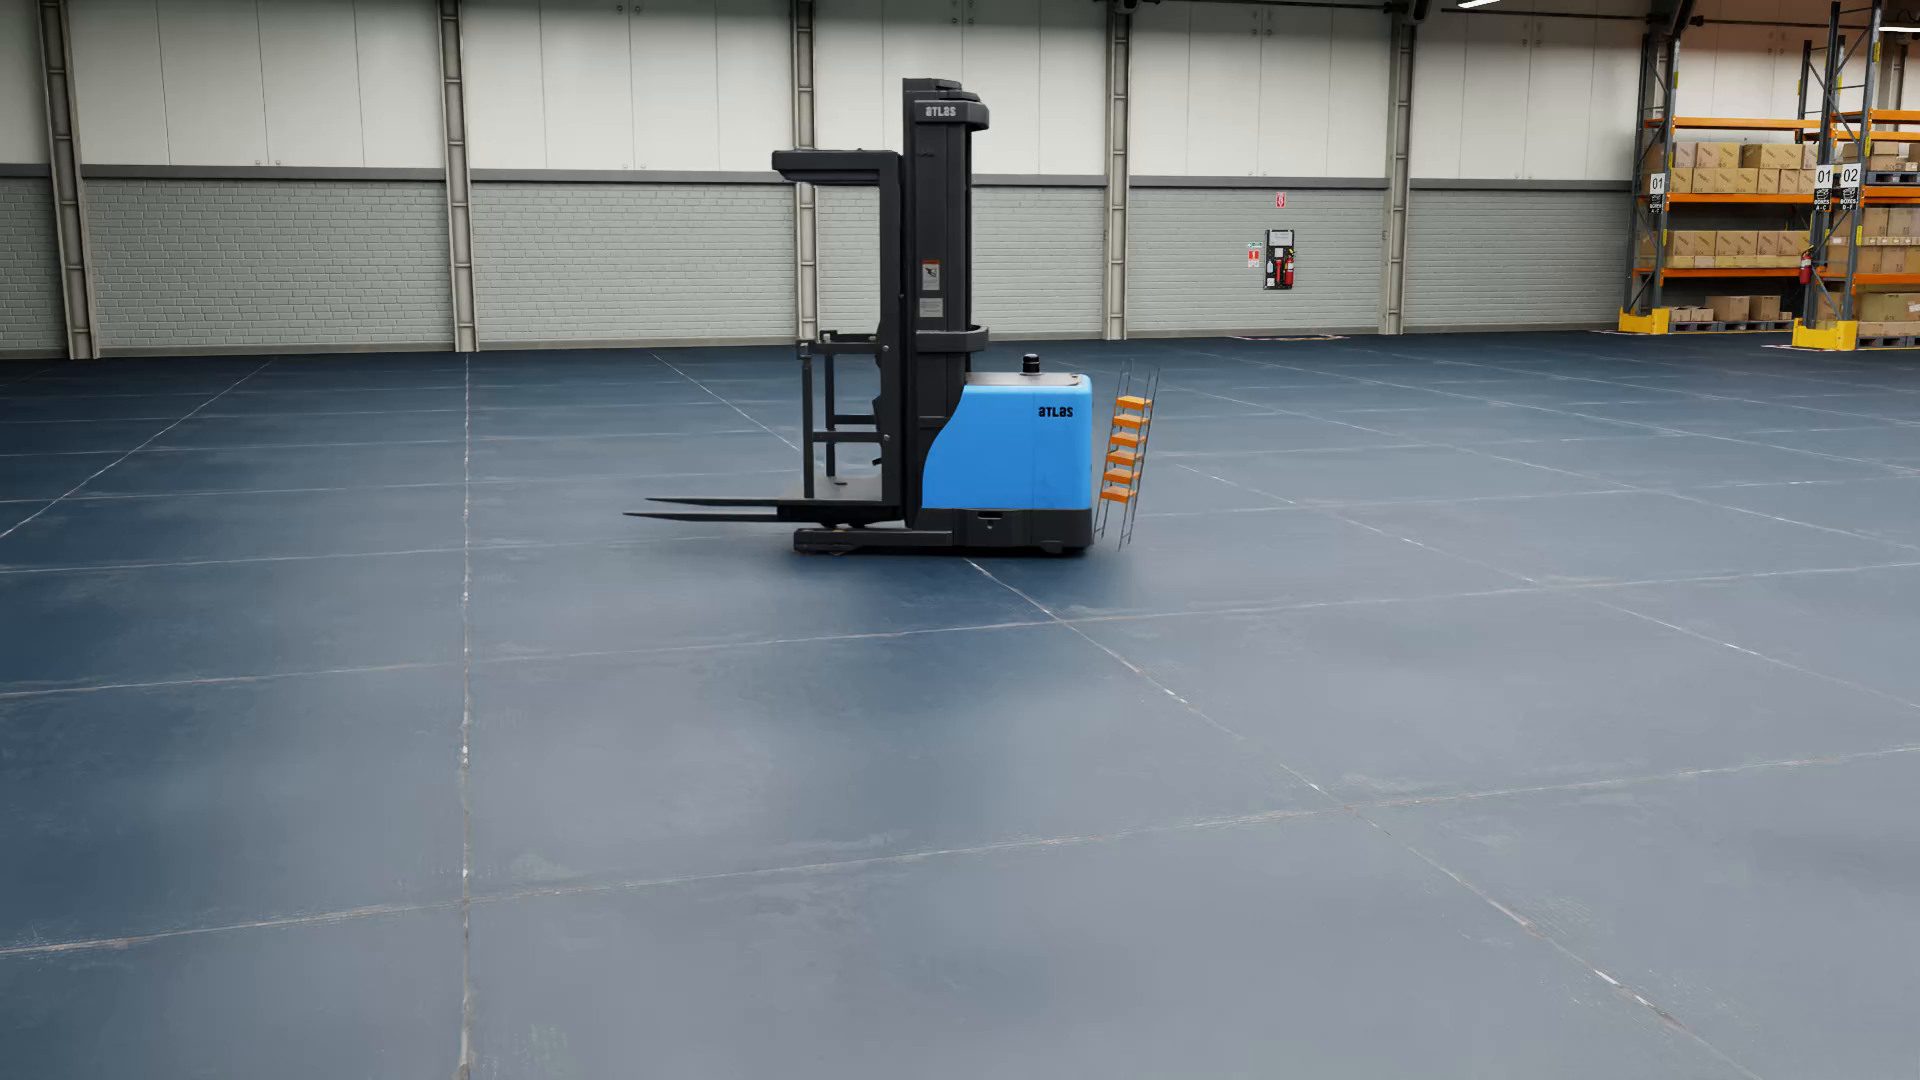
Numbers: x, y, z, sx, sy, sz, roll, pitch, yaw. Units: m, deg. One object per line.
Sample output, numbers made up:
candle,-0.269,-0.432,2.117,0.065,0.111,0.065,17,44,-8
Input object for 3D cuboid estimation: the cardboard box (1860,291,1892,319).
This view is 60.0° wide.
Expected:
cardboard box,16.845,-4.273,30.338,0.500,0.500,0.500,-3,11,-16

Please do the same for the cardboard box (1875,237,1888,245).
cardboard box,16.147,-5.283,29.389,0.250,0.149,0.380,-3,11,-17

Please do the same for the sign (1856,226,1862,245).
sign,15.607,-5.286,28.866,0.005,0.325,0.100,-3,11,-16

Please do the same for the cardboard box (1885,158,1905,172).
cardboard box,16.489,-6.699,29.734,0.500,0.250,0.500,-3,11,-16

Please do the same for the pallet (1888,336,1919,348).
pallet,17.349,-3.654,30.311,1.213,0.211,1.003,-3,11,-16

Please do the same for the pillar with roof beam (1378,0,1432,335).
pillar with roof beam,9.942,-7.863,28.906,0.548,9.000,9.100,-3,11,-16

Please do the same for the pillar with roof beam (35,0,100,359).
pillar with roof beam,-13.102,-6.649,22.308,0.400,9.000,9.100,-3,11,-16

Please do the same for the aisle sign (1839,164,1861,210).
aisle sign,15.480,-6.140,28.935,0.004,0.787,0.394,-3,11,-16

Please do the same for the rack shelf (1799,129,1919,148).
rack shelf,19.830,-8.483,35.361,4.000,0.370,1.077,-3,11,-16

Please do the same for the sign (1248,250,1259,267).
sign,5.795,-5.550,32.813,0.234,0.329,0.001,-3,11,-16

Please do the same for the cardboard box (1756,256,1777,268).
cardboard box,16.580,-5.789,34.567,0.500,0.250,0.500,-3,11,-16

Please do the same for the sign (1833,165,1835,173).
sign,18.069,-7.617,34.425,0.005,0.325,0.100,-3,11,-16

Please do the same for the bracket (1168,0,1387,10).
bracket,5.949,-10.168,31.483,4.783,0.066,0.076,-3,11,-16

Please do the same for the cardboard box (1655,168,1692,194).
cardboard box,14.460,-7.287,33.727,0.500,0.500,0.500,-3,11,-14

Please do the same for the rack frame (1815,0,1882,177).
rack frame,15.457,-7.869,28.934,0.127,3.000,1.000,-3,11,-16

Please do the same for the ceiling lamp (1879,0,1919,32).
ceiling lamp,18.565,-11.308,31.495,2.000,3.185,0.800,-3,11,-16

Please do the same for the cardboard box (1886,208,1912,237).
cardboard box,16.463,-5.657,29.631,0.500,0.500,0.700,-3,11,-17

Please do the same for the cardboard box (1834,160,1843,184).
cardboard box,18.457,-7.726,35.010,0.500,0.500,0.500,-1,11,-8

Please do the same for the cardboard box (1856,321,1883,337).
cardboard box,16.034,-3.761,29.626,0.500,0.250,0.500,-3,11,-16

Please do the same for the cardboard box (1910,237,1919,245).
cardboard box,16.885,-5.321,29.599,0.250,0.149,0.380,-3,11,-18

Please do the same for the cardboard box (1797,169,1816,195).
cardboard box,17.492,-7.447,34.598,0.500,0.500,0.500,-3,11,-14

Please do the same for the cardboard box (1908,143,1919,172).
cardboard box,17.128,-6.755,29.344,0.500,0.500,0.500,-3,11,-16

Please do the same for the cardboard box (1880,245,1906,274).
cardboard box,16.412,-5.016,29.733,0.500,0.500,0.700,-3,11,-14

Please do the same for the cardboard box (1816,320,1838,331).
cardboard box,15.890,-3.851,30.115,0.500,0.250,0.500,-3,11,-16

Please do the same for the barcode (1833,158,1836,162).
barcode,15.612,-6.778,29.692,0.075,0.075,0.001,-3,11,-16

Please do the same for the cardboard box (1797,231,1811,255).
cardboard box,17.542,-6.209,34.775,0.500,0.500,0.500,-3,11,-16

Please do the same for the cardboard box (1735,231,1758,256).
cardboard box,16.079,-6.133,34.361,0.500,0.500,0.500,-3,11,-14

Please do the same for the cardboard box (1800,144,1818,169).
cardboard box,17.504,-7.935,34.487,0.500,0.500,0.500,-4,11,-21

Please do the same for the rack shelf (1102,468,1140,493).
rack shelf,1.039,-0.387,10.687,0.180,0.103,0.258,13,14,19

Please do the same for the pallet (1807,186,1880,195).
pallet,18.532,-7.377,35.068,1.003,0.211,1.213,-3,11,-16

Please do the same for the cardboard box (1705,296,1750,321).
cardboard box,16.024,-4.843,34.757,0.500,0.500,0.700,-4,11,-20

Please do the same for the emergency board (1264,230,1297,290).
emergency board,6.355,-5.543,32.871,0.643,1.169,0.194,-3,11,-16

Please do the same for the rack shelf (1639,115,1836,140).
rack shelf,15.989,-8.475,34.226,4.000,0.370,1.077,-3,11,-16

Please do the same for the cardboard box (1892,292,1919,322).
cardboard box,16.990,-4.183,29.847,0.500,0.500,0.500,-3,11,-16

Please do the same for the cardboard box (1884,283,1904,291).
cardboard box,20.016,-5.450,35.981,0.500,0.250,0.500,-3,11,-16

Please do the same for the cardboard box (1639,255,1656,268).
cardboard box,14.464,-5.773,34.477,0.500,0.250,0.500,-3,11,-15

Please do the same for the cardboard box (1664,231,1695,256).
cardboard box,14.612,-6.056,33.945,0.500,0.500,0.500,-3,11,-16

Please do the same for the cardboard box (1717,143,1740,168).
cardboard box,15.492,-7.827,33.899,0.500,0.500,0.500,-3,11,-14

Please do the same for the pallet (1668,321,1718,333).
pallet,14.932,-4.447,34.617,1.213,0.211,1.003,-3,11,-16

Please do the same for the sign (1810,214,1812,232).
sign,15.319,-5.699,29.867,0.005,0.325,0.100,-3,11,-16

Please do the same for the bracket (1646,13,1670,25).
bracket,14.200,-10.603,33.845,0.430,0.232,0.235,-3,11,-16

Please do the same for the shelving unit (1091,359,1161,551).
shelving unit,1.063,-0.545,10.648,0.189,1.200,0.258,13,14,19

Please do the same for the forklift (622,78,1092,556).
forklift,-0.656,-1.436,10.753,3.031,2.935,1.130,1,10,4

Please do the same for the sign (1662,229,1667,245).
sign,14.221,-6.111,33.563,0.005,0.325,0.100,-3,11,-16

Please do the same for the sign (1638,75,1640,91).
sign,13.934,-9.364,34.042,0.005,0.325,0.100,-3,11,-16

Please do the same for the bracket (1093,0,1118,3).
bracket,2.678,-9.996,30.546,0.430,0.232,0.235,-3,11,-16

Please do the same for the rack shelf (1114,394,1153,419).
rack shelf,1.108,-0.848,10.575,0.180,0.103,0.258,13,14,19

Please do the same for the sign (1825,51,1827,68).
sign,15.319,-8.462,29.359,0.005,0.325,0.100,-3,11,-16

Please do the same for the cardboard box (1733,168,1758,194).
cardboard box,15.992,-7.366,34.155,0.500,0.500,0.500,-2,11,-12

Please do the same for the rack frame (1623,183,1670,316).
rack frame,14.069,-5.779,34.154,0.127,3.000,1.000,-3,11,-16

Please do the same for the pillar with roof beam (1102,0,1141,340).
pillar with roof beam,4.181,-7.560,27.256,0.548,9.000,9.100,-3,11,-16

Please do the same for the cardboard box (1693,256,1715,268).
cardboard box,15.121,-5.714,34.156,0.500,0.250,0.500,-3,11,-18

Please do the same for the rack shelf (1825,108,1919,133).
rack shelf,17.378,-7.419,29.585,4.000,0.370,1.077,-3,11,-16
